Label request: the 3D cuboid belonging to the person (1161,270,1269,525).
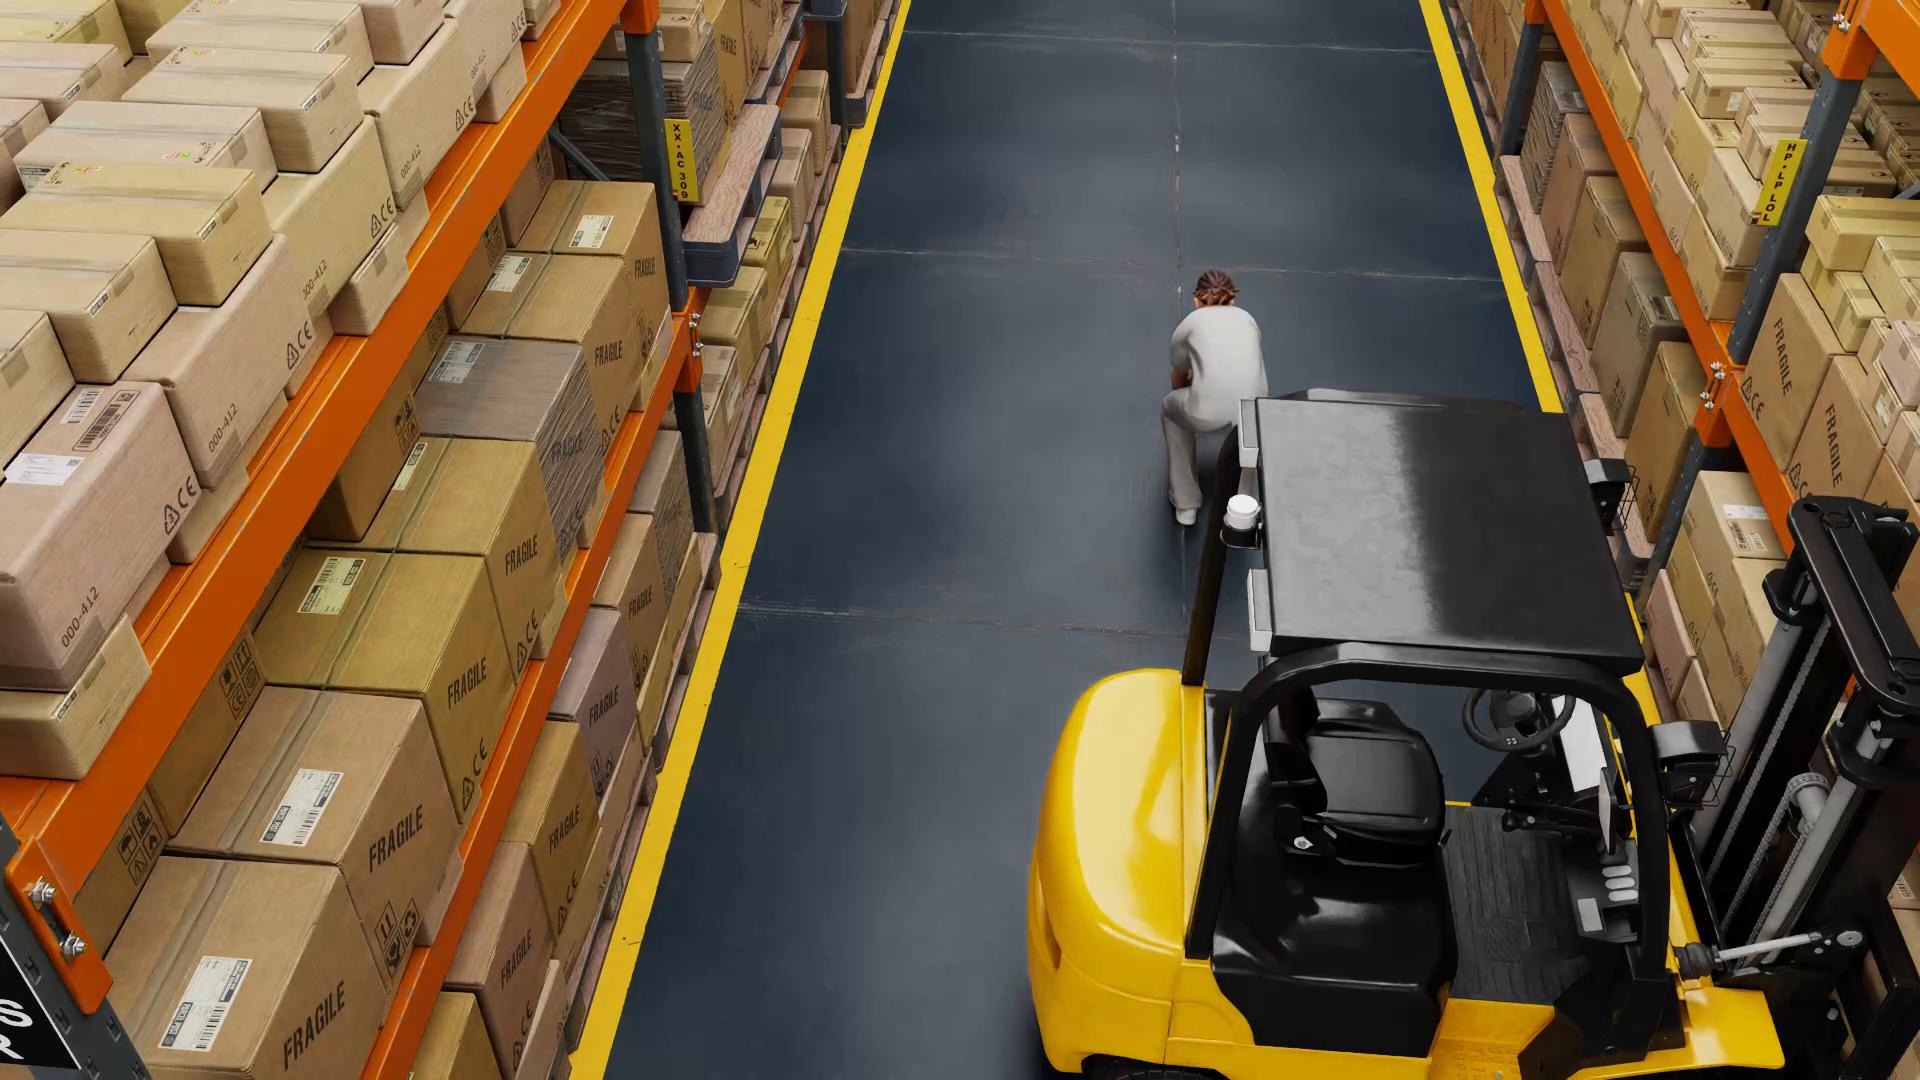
[{"bbox_3d":[1.145,-0.621,7.435,0.475,0.974,0.865,2,40,2],"label":"person"}]
